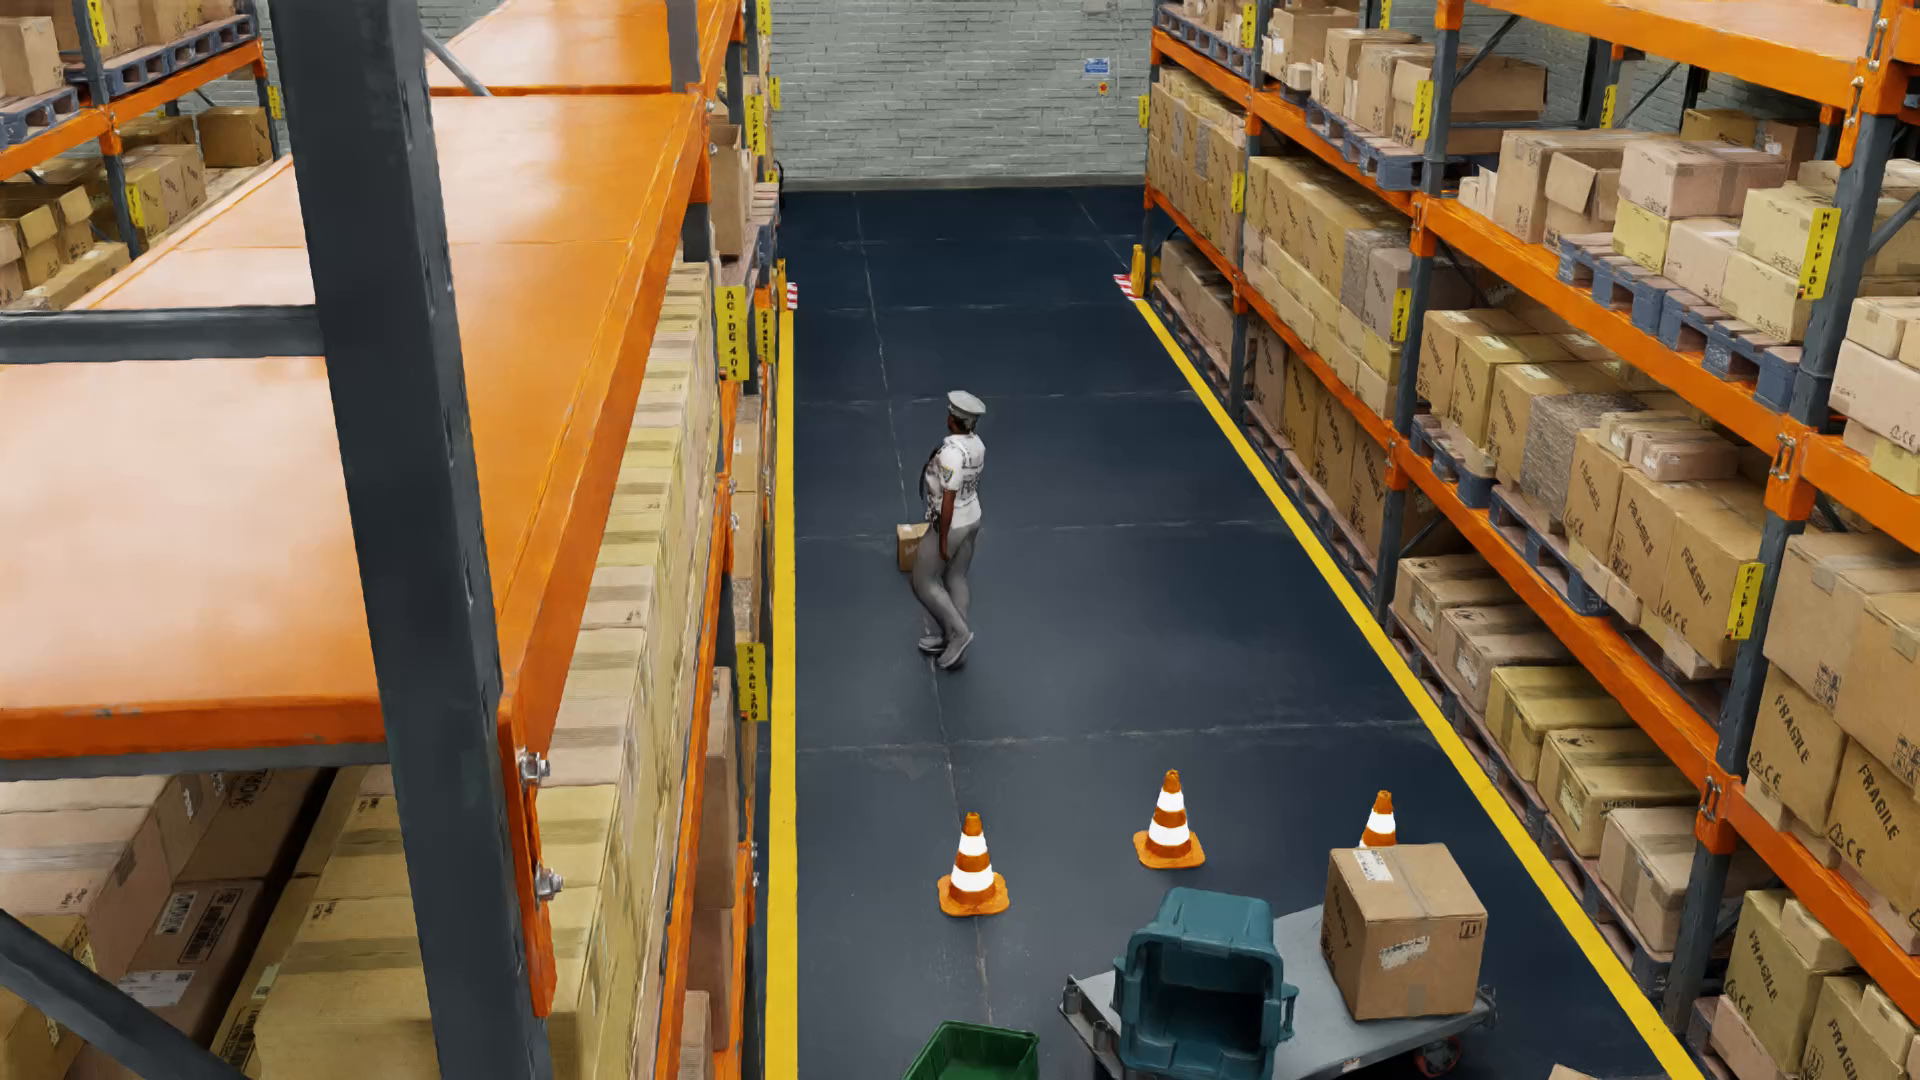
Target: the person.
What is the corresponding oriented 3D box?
[{"bbox_3d":[-0.058,-0.073,10.238,0.410,1.664,0.570,10,26,21],"label":"person"}]
